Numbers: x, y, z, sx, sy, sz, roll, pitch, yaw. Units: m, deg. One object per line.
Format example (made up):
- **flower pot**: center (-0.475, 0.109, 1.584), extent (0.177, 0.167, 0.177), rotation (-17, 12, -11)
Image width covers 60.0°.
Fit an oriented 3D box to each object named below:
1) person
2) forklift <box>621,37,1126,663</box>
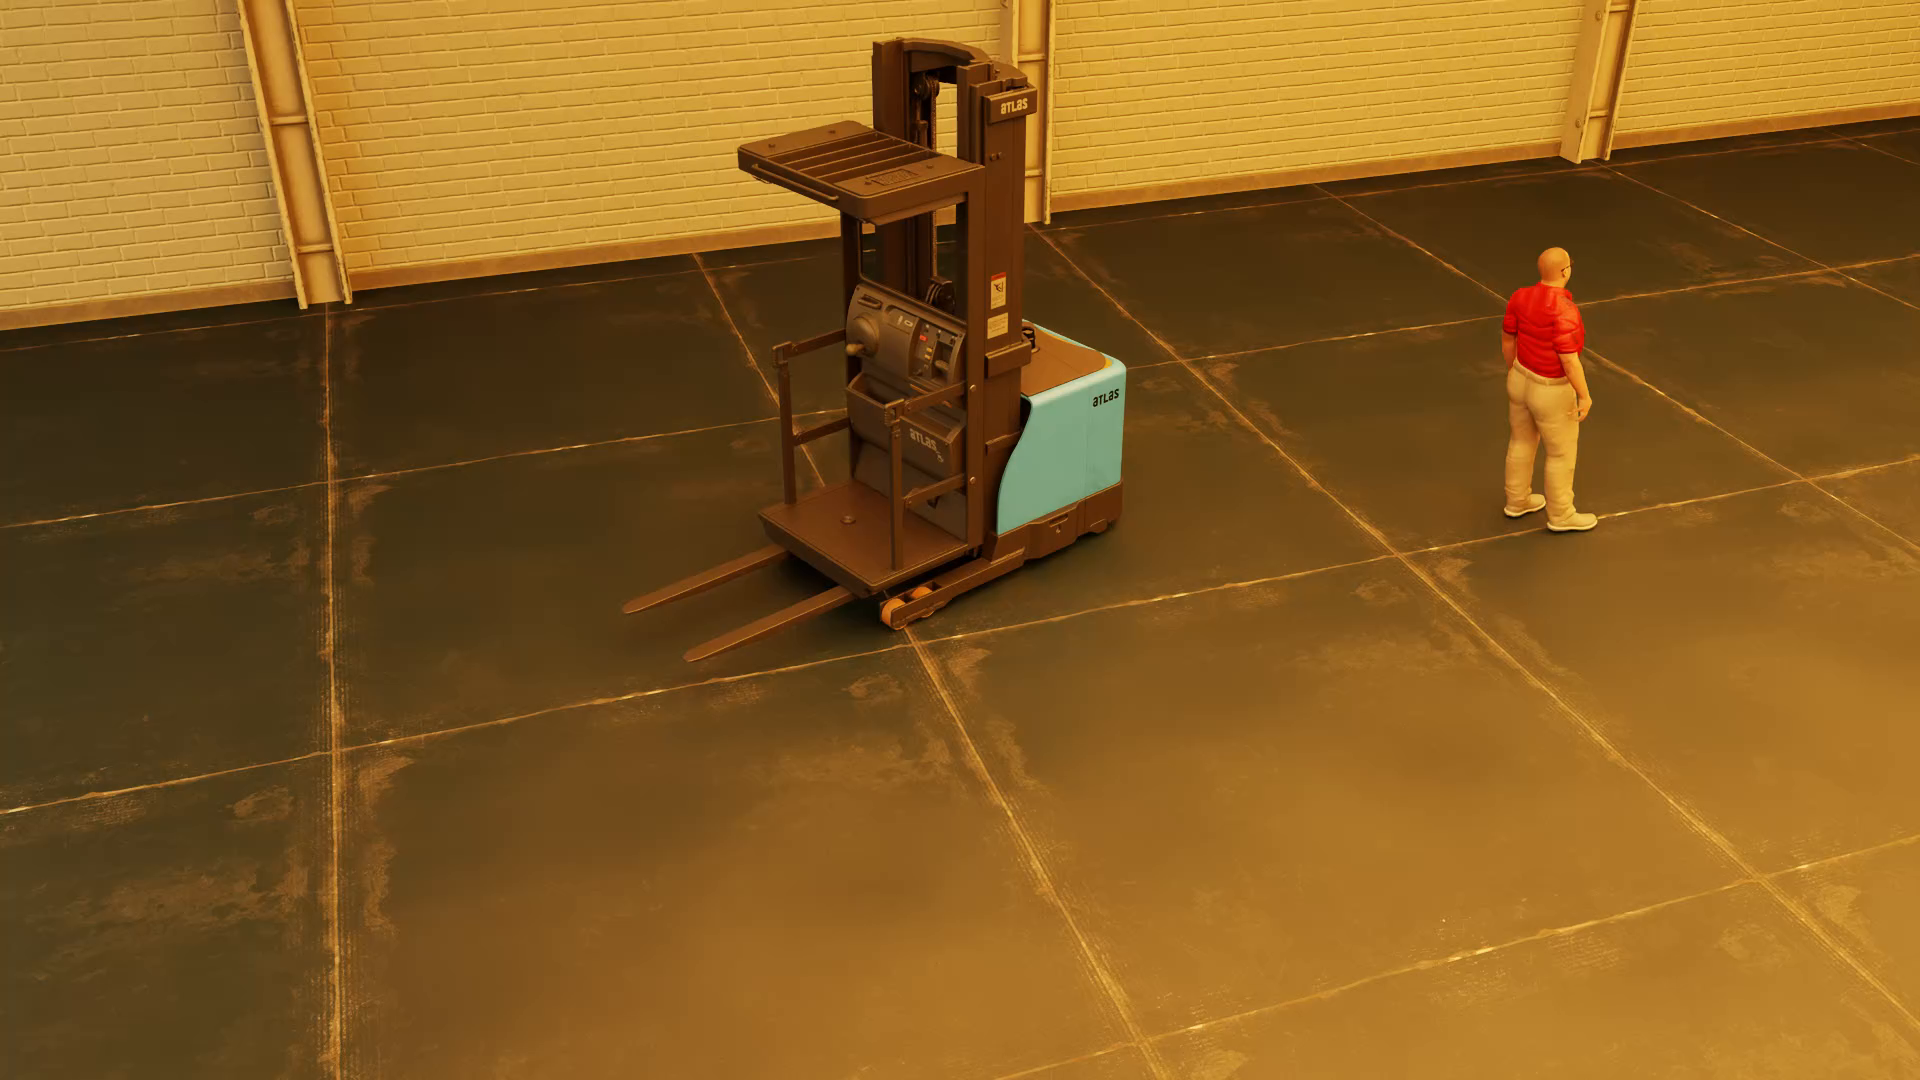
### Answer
- **person**: center (3.528, -0.910, 9.861), extent (0.551, 1.727, 0.640), rotation (-14, 33, -23)
- **forklift**: center (-0.461, -1.072, 8.951), extent (3.031, 2.935, 1.130), rotation (-23, 37, -34)
